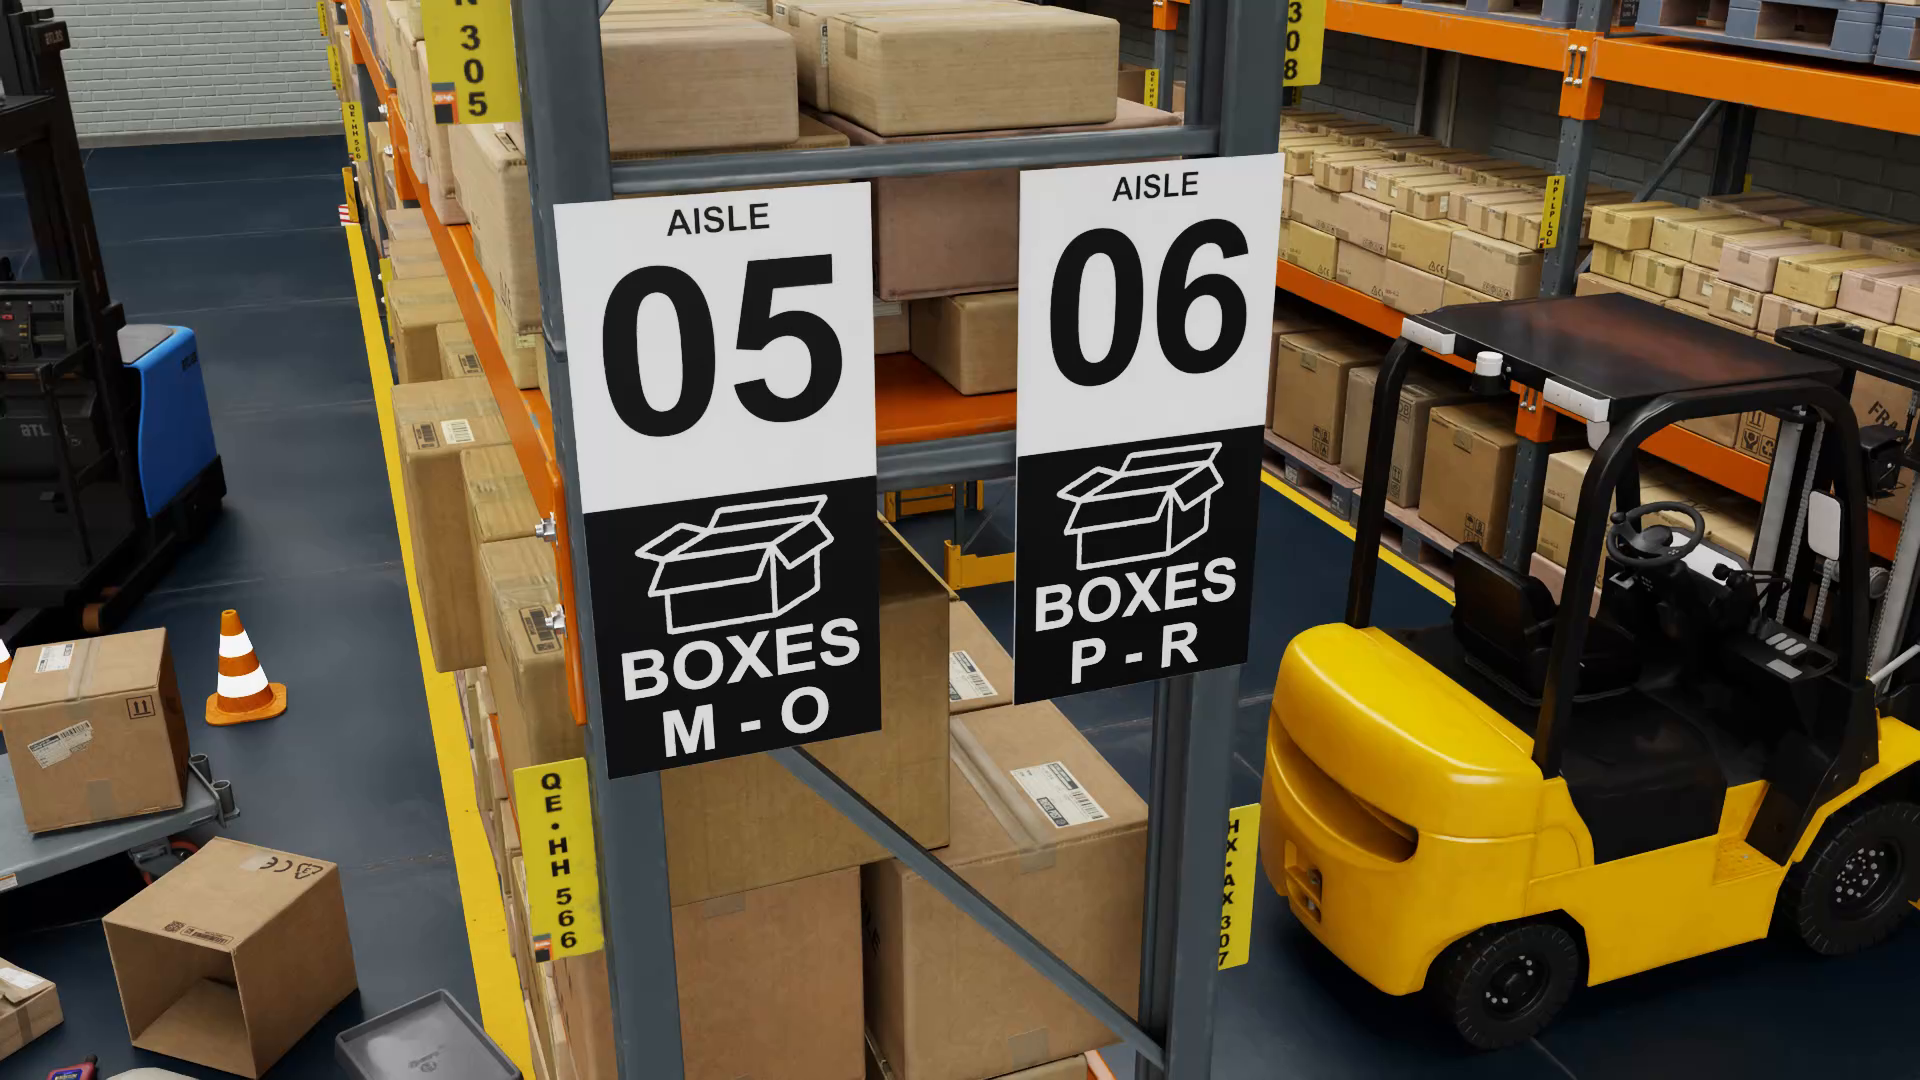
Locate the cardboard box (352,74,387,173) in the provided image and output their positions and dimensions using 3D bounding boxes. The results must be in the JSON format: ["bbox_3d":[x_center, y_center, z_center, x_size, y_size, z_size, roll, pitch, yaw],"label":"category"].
[{"bbox_3d":[-3.302,-2.492,9.884,0.500,0.500,0.500,-9,24,-20],"label":"cardboard box"}]

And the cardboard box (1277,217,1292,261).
[{"bbox_3d":[2.057,-1.882,10.046,0.500,0.250,0.500,-9,25,-21],"label":"cardboard box"}]

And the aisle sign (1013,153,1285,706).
[{"bbox_3d":[0.263,-0.144,2.383,0.394,0.787,0.004,-8,24,-19],"label":"aisle sign"}]

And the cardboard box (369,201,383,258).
[{"bbox_3d":[-3.296,-1.912,10.117,0.500,0.250,0.500,-9,25,-21],"label":"cardboard box"}]

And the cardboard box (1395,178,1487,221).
[{"bbox_3d":[2.490,-1.765,8.613,0.380,0.149,0.250,-9,25,-21],"label":"cardboard box"}]

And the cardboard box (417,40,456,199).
[{"bbox_3d":[-0.846,-0.896,3.462,0.500,0.250,0.500,-8,24,-18],"label":"cardboard box"}]

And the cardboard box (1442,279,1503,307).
[{"bbox_3d":[2.758,-1.140,8.286,0.500,0.250,0.500,-8,24,-18],"label":"cardboard box"}]

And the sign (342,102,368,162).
[{"bbox_3d":[-3.393,-2.289,9.328,0.100,0.325,0.005,-8,24,-19],"label":"sign"}]

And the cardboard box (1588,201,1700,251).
[{"bbox_3d":[3.016,-1.388,7.333,0.380,0.149,0.250,-8,24,-18],"label":"cardboard box"}]

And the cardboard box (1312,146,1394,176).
[{"bbox_3d":[2.253,-2.155,9.538,0.380,0.149,0.250,-8,24,-19],"label":"cardboard box"}]

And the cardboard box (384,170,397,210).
[{"bbox_3d":[-2.378,-1.451,7.779,0.500,0.500,0.500,-9,25,-21],"label":"cardboard box"}]

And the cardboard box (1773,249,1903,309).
[{"bbox_3d":[3.403,-1.015,6.450,0.380,0.149,0.250,-9,24,-20],"label":"cardboard box"}]

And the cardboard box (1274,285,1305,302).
[{"bbox_3d":[1.975,-1.386,11.193,0.875,0.625,0.625,-8,24,-17],"label":"cardboard box"}]

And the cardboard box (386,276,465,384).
[{"bbox_3d":[-1.197,-0.459,4.678,0.700,0.500,0.500,-9,24,-20],"label":"cardboard box"}]

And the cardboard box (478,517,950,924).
[{"bbox_3d":[-0.433,0.274,2.938,0.700,0.500,0.500,-9,24,-20],"label":"cardboard box"}]

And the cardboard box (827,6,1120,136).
[{"bbox_3d":[0.017,-0.717,2.524,0.380,0.149,0.250,-9,24,-19],"label":"cardboard box"}]

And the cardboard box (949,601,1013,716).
[{"bbox_3d":[-0.142,0.493,3.707,0.500,0.500,0.500,-8,24,-17],"label":"cardboard box"}]

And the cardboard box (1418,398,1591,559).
[{"bbox_3d":[2.986,-0.349,8.733,0.875,0.625,0.625,-7,24,-17],"label":"cardboard box"}]

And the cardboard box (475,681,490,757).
[{"bbox_3d":[-1.334,0.541,5.303,0.380,0.149,0.250,-7,24,-17],"label":"cardboard box"}]

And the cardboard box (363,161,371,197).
[{"bbox_3d":[-3.468,-2.321,10.444,0.500,0.250,0.500,-9,24,-20],"label":"cardboard box"}]

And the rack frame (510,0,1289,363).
[{"bbox_3d":[-0.048,-1.691,1.675,1.000,3.000,0.127,-8,24,-19],"label":"rack frame"}]

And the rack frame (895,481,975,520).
[{"bbox_3d":[-0.149,-0.845,9.323,0.500,1.500,0.032,-8,24,-19],"label":"rack frame"}]

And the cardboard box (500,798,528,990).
[{"bbox_3d":[-1.124,0.981,5.094,0.500,0.500,0.500,-7,24,-16],"label":"cardboard box"}]

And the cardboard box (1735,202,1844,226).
[{"bbox_3d":[3.626,-1.373,7.298,0.380,0.149,0.250,-9,24,-20],"label":"cardboard box"}]

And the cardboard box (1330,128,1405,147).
[{"bbox_3d":[2.475,-2.402,10.124,0.380,0.149,0.250,-8,24,-19],"label":"cardboard box"}]

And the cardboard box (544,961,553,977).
[{"bbox_3d":[-0.764,0.821,3.764,0.380,0.149,0.250,-8,24,-18],"label":"cardboard box"}]

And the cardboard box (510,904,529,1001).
[{"bbox_3d":[-1.117,1.330,5.231,0.500,0.250,0.500,-9,24,-20],"label":"cardboard box"}]

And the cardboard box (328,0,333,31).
[{"bbox_3d":[-5.242,-4.479,14.599,0.500,0.500,0.500,-8,24,-19],"label":"cardboard box"}]

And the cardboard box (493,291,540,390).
[{"bbox_3d":[-0.555,-0.370,2.727,0.380,0.149,0.250,-8,24,-19],"label":"cardboard box"}]

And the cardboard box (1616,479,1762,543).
[{"bbox_3d":[3.229,-0.043,7.203,0.500,0.250,0.500,-8,24,-19],"label":"cardboard box"}]

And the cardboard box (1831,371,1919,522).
[{"bbox_3d":[3.631,-0.355,6.100,0.500,0.500,0.500,-8,24,-19],"label":"cardboard box"}]

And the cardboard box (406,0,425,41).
[{"bbox_3d":[-1.017,-1.195,3.658,0.380,0.149,0.250,-8,24,-18],"label":"cardboard box"}]

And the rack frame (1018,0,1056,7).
[{"bbox_3d":[0.355,-3.969,14.804,1.000,3.000,0.127,-8,24,-19],"label":"rack frame"}]

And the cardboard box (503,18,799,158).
[{"bbox_3d":[-0.444,-0.642,2.347,0.380,0.149,0.250,-8,24,-18],"label":"cardboard box"}]

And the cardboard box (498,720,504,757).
[{"bbox_3d":[-0.844,0.366,4.007,0.500,0.500,0.500,-8,24,-19],"label":"cardboard box"}]

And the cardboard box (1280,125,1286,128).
[{"bbox_3d":[1.815,-2.517,10.397,0.380,0.149,0.250,-8,24,-18],"label":"cardboard box"}]

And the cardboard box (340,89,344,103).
[{"bbox_3d":[-5.069,-3.833,14.353,0.500,0.500,0.500,-9,24,-20],"label":"cardboard box"}]

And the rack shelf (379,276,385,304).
[{"bbox_3d":[-2.168,-0.775,8.152,1.077,0.370,4.000,-8,24,-19],"label":"rack shelf"}]

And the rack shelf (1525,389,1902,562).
[{"bbox_3d":[3.887,-0.004,6.323,1.077,0.370,4.000,-8,24,-19],"label":"rack shelf"}]

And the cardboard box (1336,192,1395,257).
[{"bbox_3d":[2.405,-1.739,9.063,0.500,0.250,0.500,-8,24,-18],"label":"cardboard box"}]

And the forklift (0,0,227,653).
[{"bbox_3d":[-4.730,-0.992,7.830,1.130,2.935,3.031,-1,23,-3],"label":"forklift"}]

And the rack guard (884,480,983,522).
[{"bbox_3d":[-0.149,-0.268,9.565,0.587,0.250,0.087,-8,24,-19],"label":"rack guard"}]

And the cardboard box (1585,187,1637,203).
[{"bbox_3d":[3.212,-1.669,8.383,0.380,0.149,0.250,-9,25,-21],"label":"cardboard box"}]

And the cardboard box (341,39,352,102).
[{"bbox_3d":[-4.021,-3.230,11.636,0.500,0.500,0.500,-9,24,-20],"label":"cardboard box"}]

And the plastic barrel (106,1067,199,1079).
[{"bbox_3d":[-2.194,1.718,4.628,0.512,0.421,0.421,8,24,18],"label":"plastic barrel"}]

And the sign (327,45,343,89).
[{"bbox_3d":[-4.806,-3.645,12.820,0.100,0.325,0.005,-8,24,-19],"label":"sign"}]

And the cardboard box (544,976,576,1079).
[{"bbox_3d":[-0.768,1.123,3.921,0.380,0.149,0.250,-8,24,-17],"label":"cardboard box"}]

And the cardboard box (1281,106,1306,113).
[{"bbox_3d":[2.072,-2.770,10.996,0.380,0.149,0.250,-8,24,-17],"label":"cardboard box"}]

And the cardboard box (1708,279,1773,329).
[{"bbox_3d":[3.276,-0.970,6.727,0.380,0.149,0.250,-8,24,-18],"label":"cardboard box"}]

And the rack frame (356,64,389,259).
[{"bbox_3d":[-2.875,-1.833,9.737,1.000,3.000,0.127,-8,24,-19],"label":"rack frame"}]

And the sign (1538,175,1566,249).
[{"bbox_3d":[2.677,-1.481,7.513,0.100,0.325,0.005,-8,24,-19],"label":"sign"}]

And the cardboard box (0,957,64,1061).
[{"bbox_3d":[-3.182,1.471,5.419,0.396,0.266,0.258,12,26,27],"label":"cardboard box"}]

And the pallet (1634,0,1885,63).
[{"bbox_3d":[3.506,-2.097,6.615,1.003,0.211,1.213,-8,24,-19],"label":"pallet"}]

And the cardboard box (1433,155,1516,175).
[{"bbox_3d":[2.856,-2.035,9.251,0.380,0.149,0.250,-9,24,-19],"label":"cardboard box"}]

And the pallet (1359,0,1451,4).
[{"bbox_3d":[2.489,-3.170,9.291,1.003,0.211,1.213,-7,24,-17],"label":"pallet"}]

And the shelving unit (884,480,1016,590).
[{"bbox_3d":[0.027,-0.663,8.893,0.587,1.500,1.083,-8,24,-19],"label":"shelving unit"}]

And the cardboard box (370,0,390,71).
[{"bbox_3d":[-1.562,-1.632,5.209,0.500,0.250,0.500,-9,24,-20],"label":"cardboard box"}]

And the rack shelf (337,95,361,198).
[{"bbox_3d":[-4.994,-3.682,15.049,1.077,0.370,4.000,-8,24,-19],"label":"rack shelf"}]
